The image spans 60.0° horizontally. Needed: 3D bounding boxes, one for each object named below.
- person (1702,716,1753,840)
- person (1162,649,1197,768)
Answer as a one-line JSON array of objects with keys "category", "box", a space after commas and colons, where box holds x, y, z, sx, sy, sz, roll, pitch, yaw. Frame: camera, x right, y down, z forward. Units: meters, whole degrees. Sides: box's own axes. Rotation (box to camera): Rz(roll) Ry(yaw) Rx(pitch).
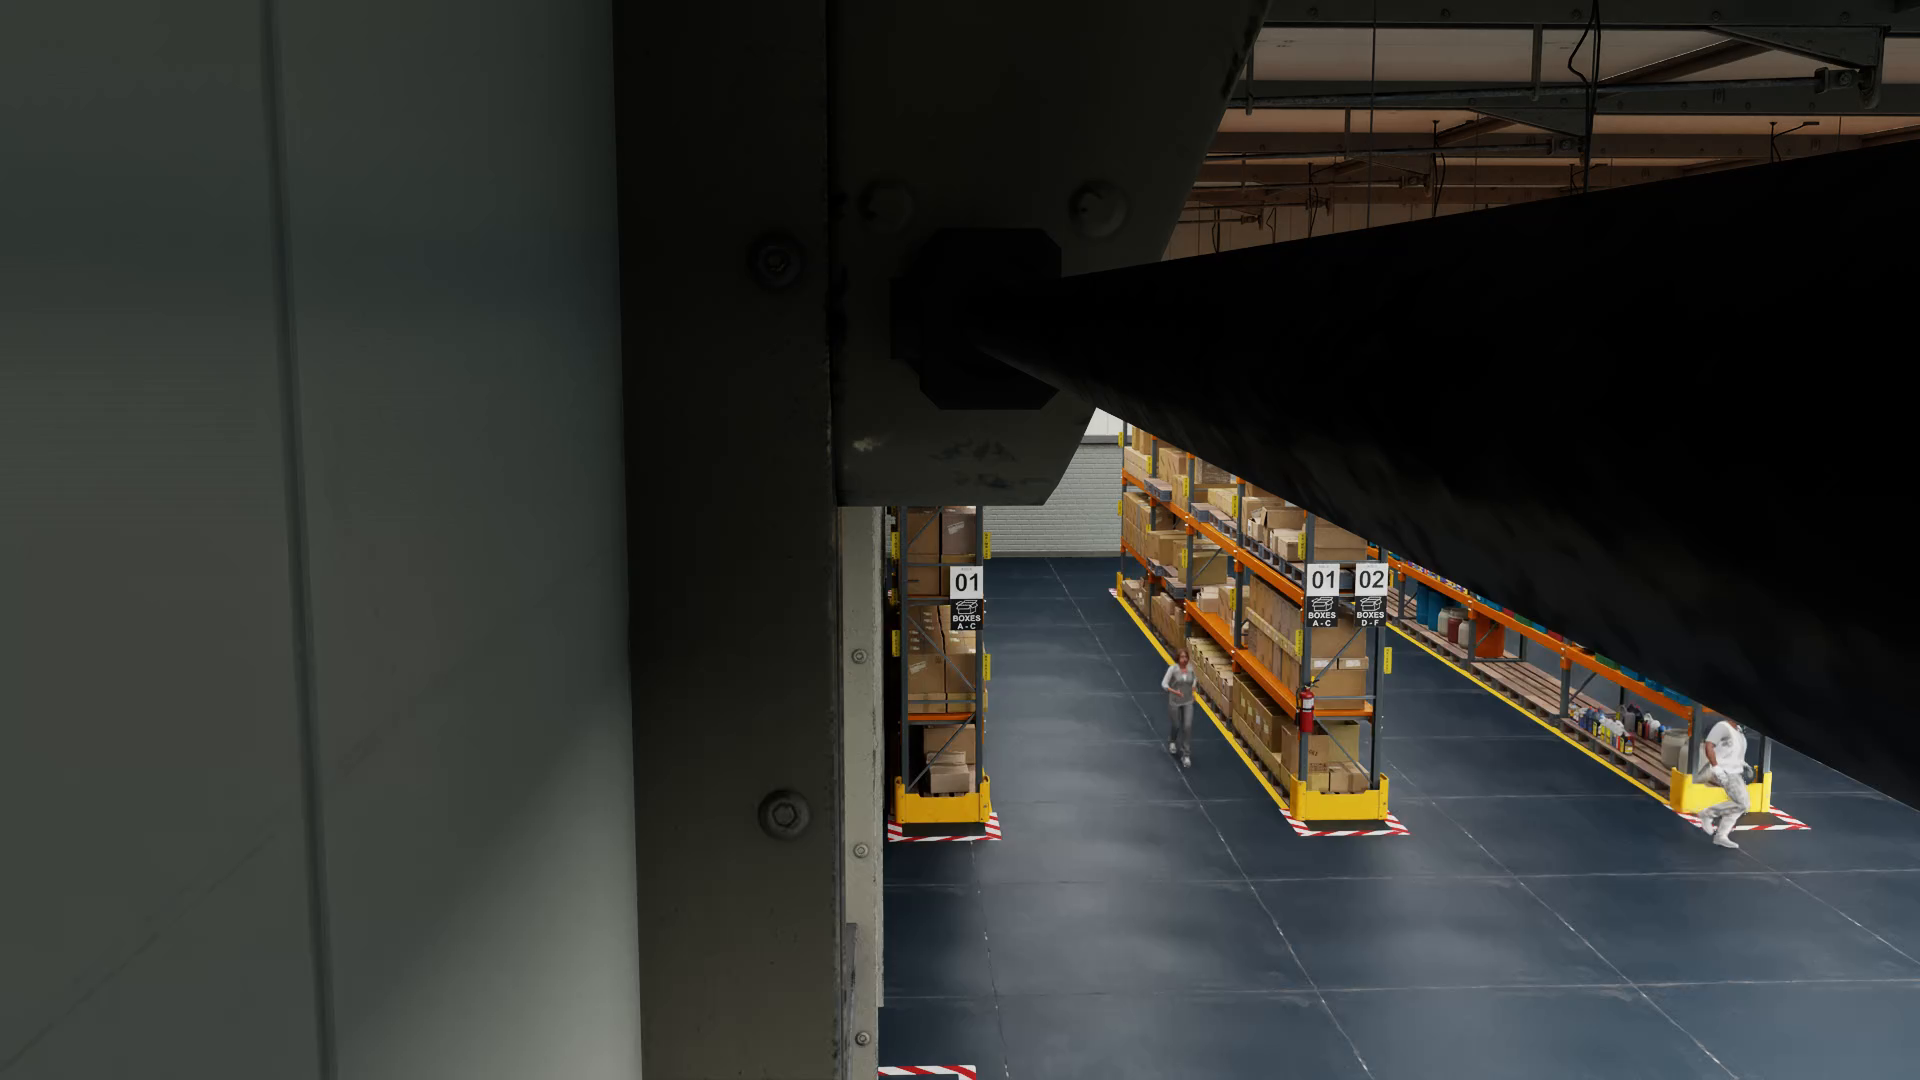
[{"category": "person", "box": [9.119, 2.720, 19.632, 0.499, 1.662, 0.732, 7, 10, 40]}, {"category": "person", "box": [3.061, 2.294, 23.169, 0.534, 1.609, 0.819, -1, 8, -4]}]
